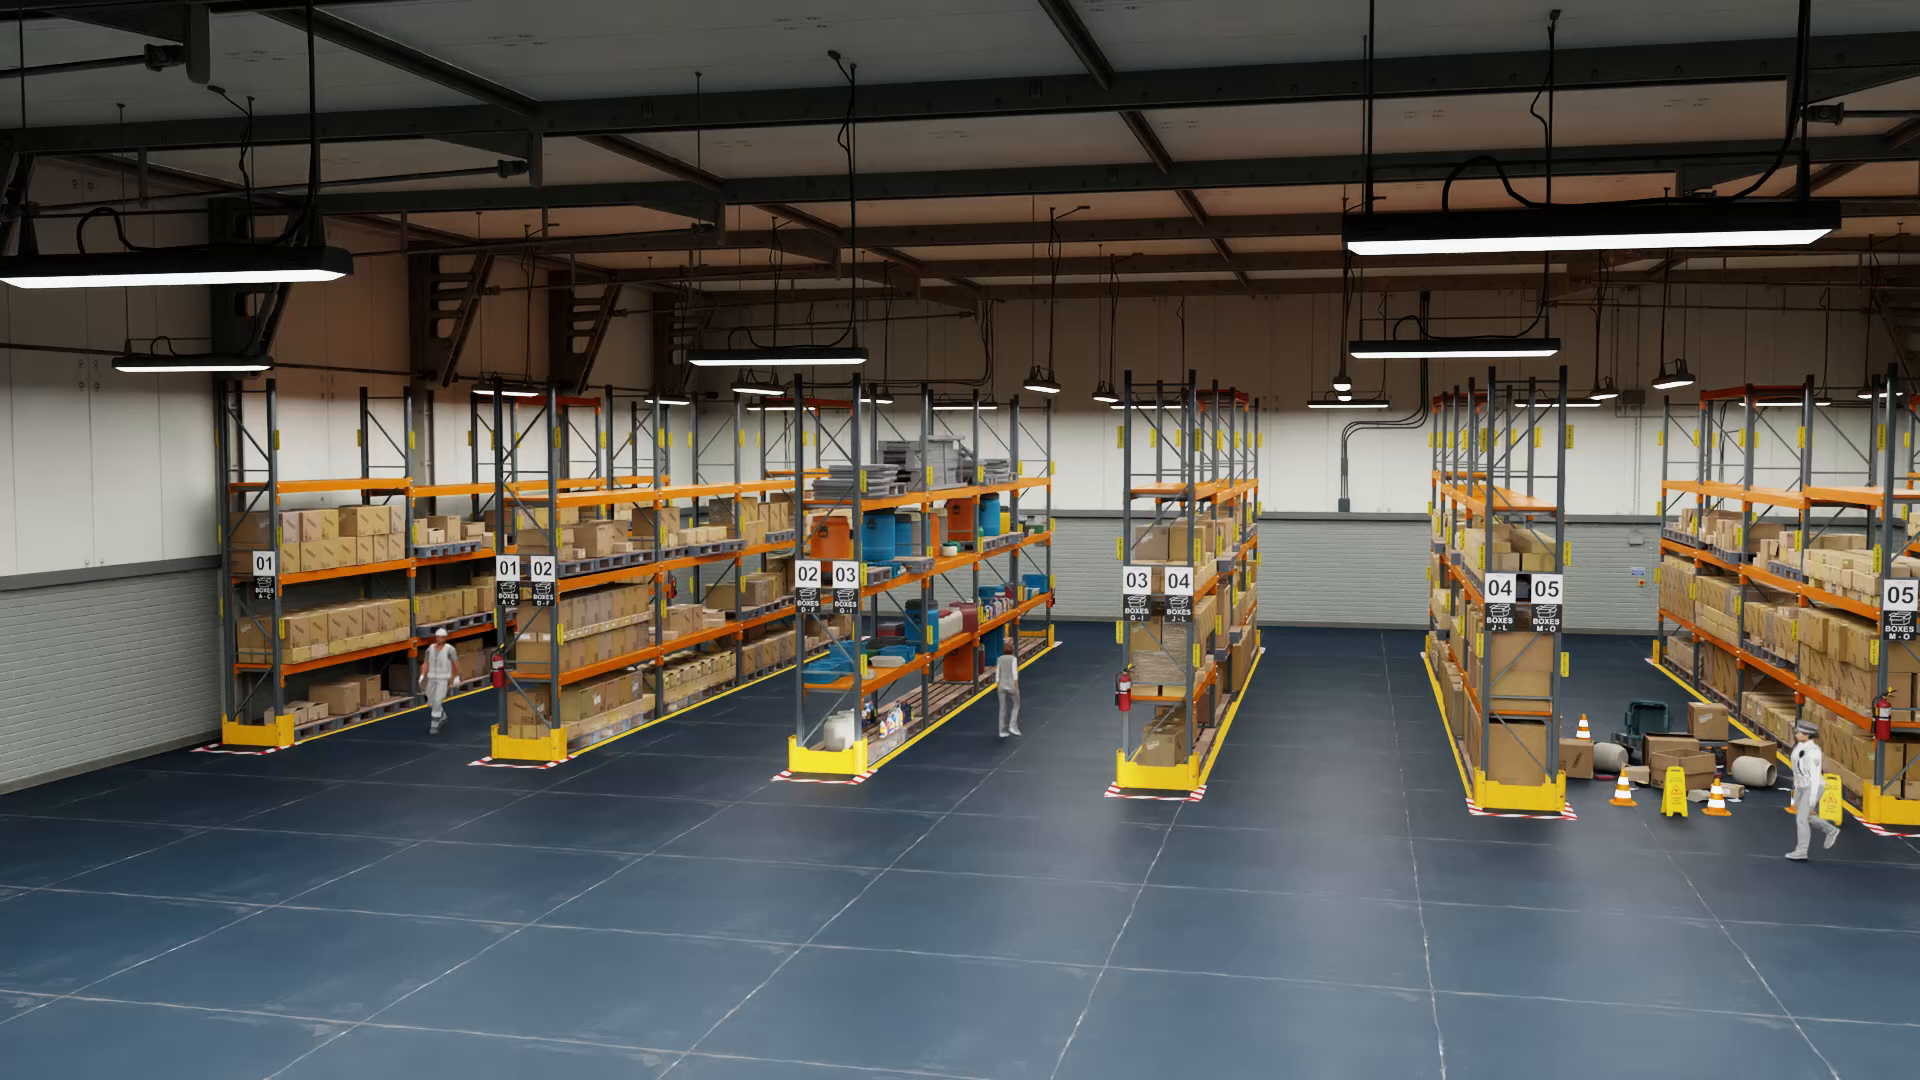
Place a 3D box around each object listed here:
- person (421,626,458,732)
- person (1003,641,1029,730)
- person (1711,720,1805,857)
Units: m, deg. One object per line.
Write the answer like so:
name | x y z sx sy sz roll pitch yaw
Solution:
person | -8.952 2.404 28.629 0.641 1.831 0.434 -2 4 -27
person | 0.956 2.498 28.477 0.434 1.557 0.813 1 4 23
person | 9.579 2.966 19.883 1.021 1.613 0.434 0 3 -3
